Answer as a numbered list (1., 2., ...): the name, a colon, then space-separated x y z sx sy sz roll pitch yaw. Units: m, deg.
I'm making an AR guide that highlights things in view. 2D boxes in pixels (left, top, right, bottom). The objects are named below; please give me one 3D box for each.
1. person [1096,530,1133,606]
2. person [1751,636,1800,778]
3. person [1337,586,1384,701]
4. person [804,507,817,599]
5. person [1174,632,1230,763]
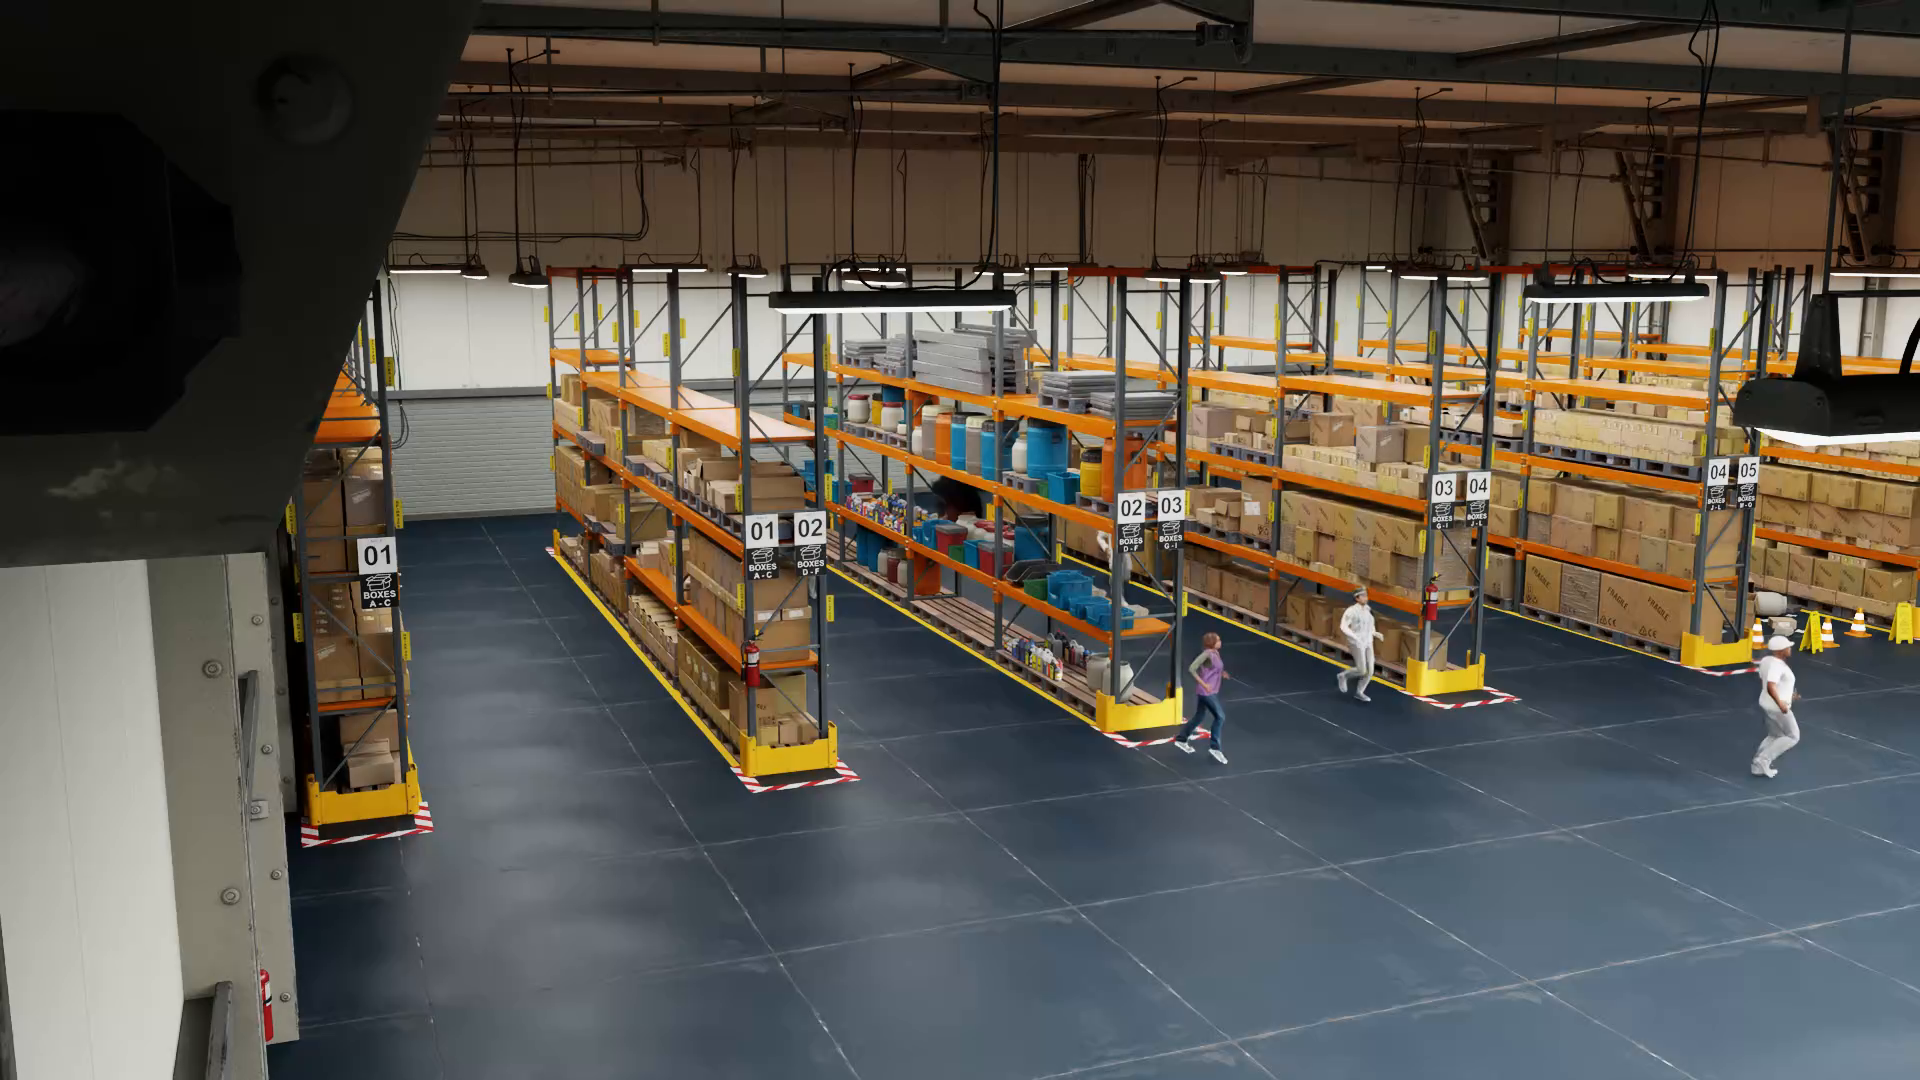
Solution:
1. person: 2.836 0.299 29.901 0.719 1.743 0.884 -4 11 -21
2. person: 9.896 2.020 20.077 0.534 1.749 0.679 1 10 8
3. person: 5.668 1.450 23.576 0.615 1.647 0.576 -7 12 -34
4. person: -2.851 0.203 30.638 0.600 1.681 0.892 -6 11 -30
5. person: 3.056 1.947 20.881 0.683 1.646 0.553 3 10 17
